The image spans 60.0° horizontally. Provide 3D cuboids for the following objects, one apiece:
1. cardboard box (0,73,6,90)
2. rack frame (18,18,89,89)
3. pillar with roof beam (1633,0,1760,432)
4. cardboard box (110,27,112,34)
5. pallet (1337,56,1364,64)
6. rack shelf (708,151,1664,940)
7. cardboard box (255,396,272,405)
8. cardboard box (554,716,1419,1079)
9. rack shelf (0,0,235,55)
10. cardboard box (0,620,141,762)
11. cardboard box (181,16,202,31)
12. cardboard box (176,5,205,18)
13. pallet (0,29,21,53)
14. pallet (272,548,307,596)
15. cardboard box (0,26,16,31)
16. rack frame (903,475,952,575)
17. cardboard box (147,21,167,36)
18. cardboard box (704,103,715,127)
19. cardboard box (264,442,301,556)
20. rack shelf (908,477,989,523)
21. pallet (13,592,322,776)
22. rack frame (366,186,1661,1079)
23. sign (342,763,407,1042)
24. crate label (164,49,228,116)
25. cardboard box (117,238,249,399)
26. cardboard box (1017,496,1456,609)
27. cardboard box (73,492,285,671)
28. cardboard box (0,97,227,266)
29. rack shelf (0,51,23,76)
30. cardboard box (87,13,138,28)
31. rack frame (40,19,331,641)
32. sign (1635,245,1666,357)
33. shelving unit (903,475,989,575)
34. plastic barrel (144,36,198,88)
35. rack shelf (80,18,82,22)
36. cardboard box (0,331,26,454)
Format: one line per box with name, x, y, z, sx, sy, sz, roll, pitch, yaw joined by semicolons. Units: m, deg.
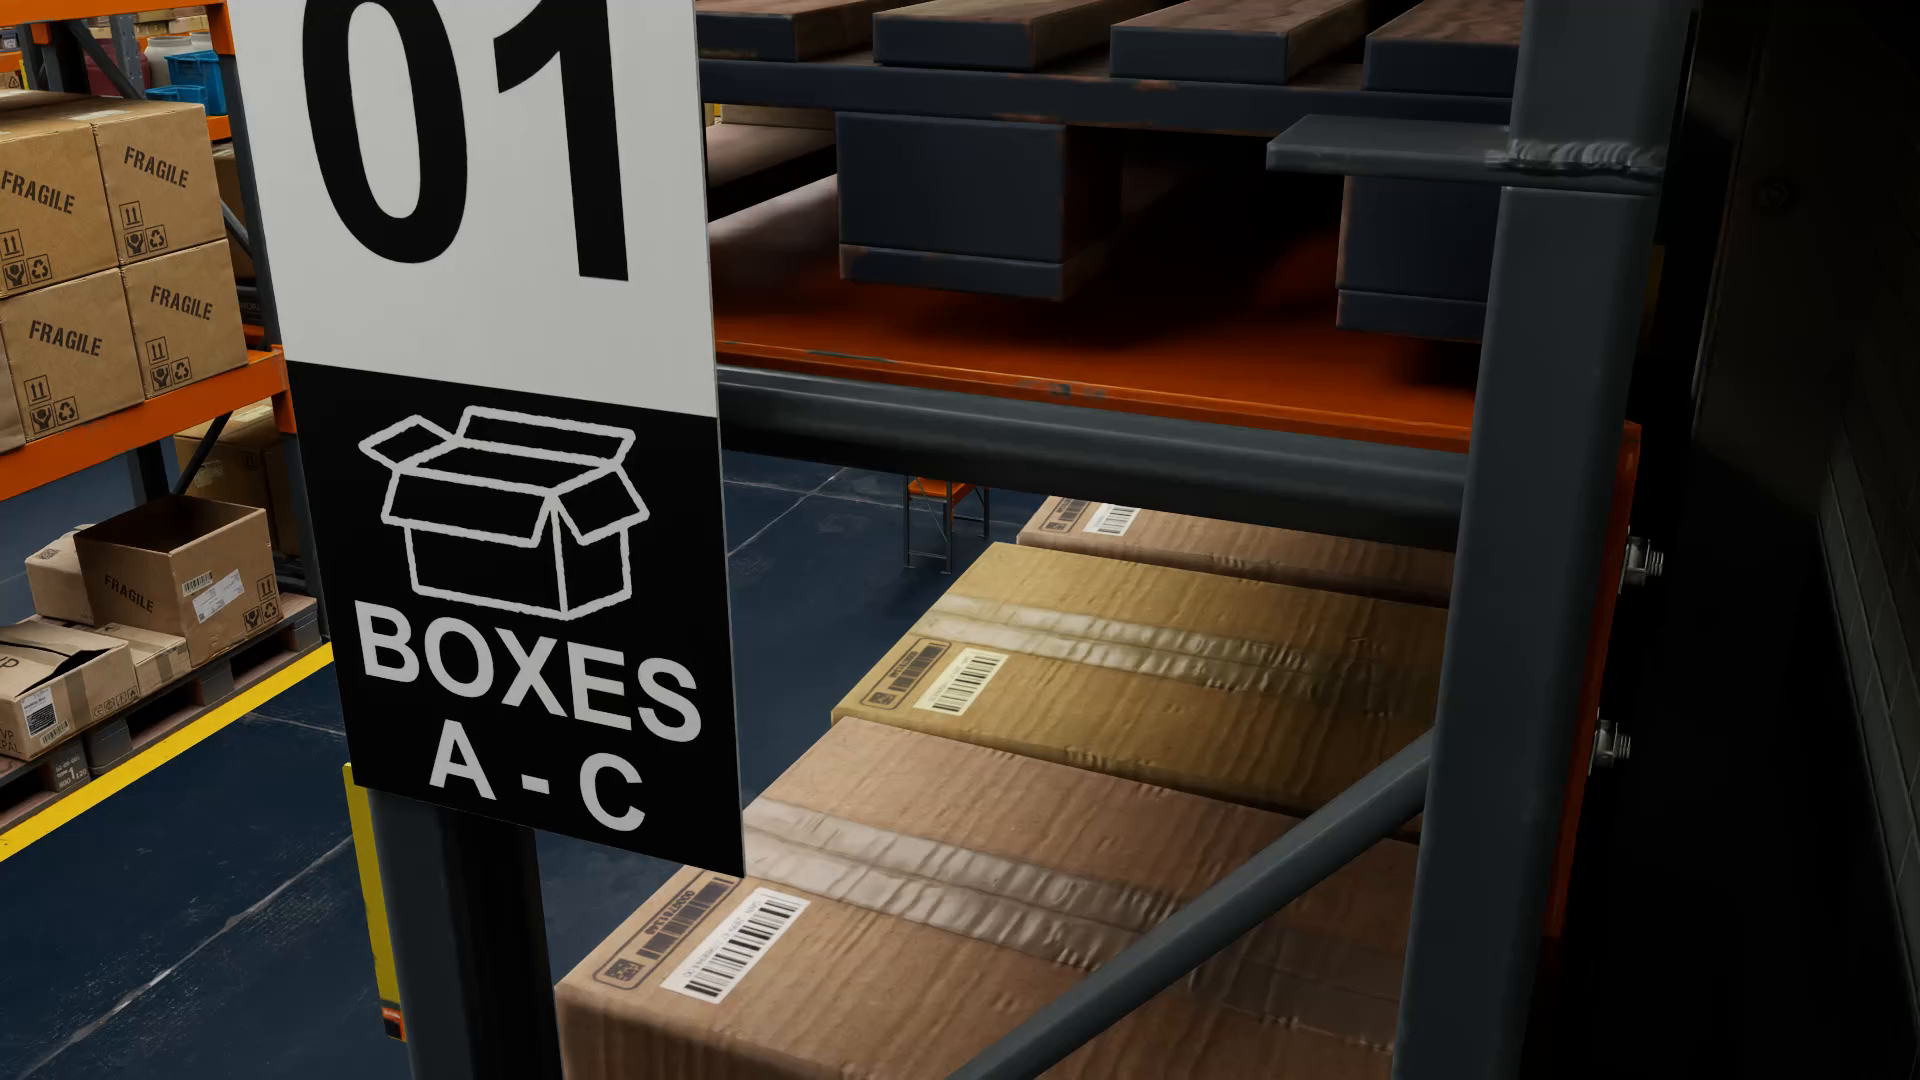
cardboard box;-12.989;-6.146;21.284;0.875;0.875;0.875;8;24;19
rack frame;-9.391;-5.322;17.100;1.000;3.000;0.127;9;24;20
pillar with roof beam;0.209;-5.489;9.716;9.100;9.000;0.400;9;24;20
cardboard box;-8.927;-5.328;17.439;0.380;0.149;0.250;9;24;20
pallet;0.666;-0.949;2.853;1.003;0.211;1.213;9;24;20
rack shelf;0.691;-0.668;3.000;1.077;0.370;4.000;9;24;20
cardboard box;-3.058;-0.483;8.186;0.500;0.500;0.500;9;24;20
cardboard box;0.128;0.777;2.109;0.980;0.700;0.700;10;25;22
rack shelf;-3.910;-1.376;4.695;1.077;0.370;4.000;9;24;20
cardboard box;-3.394;0.511;6.053;0.500;0.311;0.500;9;24;20
cardboard box;-8.591;-5.691;18.309;0.380;0.149;0.250;9;24;20
cardboard box;-8.856;-6.025;18.267;0.875;0.500;0.500;9;24;20
pallet;-9.810;-4.981;16.532;1.003;0.211;1.213;9;24;20
pallet;-2.900;-0.050;8.095;1.003;0.211;1.213;9;24;20
cardboard box;-9.816;-5.529;16.271;1.000;1.000;1.000;9;24;20
rack frame;-0.152;-0.407;7.668;0.240;1.200;0.015;9;24;20
cardboard box;-8.776;-5.512;17.880;0.380;0.149;0.250;9;24;20
cardboard box;-1.810;-2.470;9.596;0.700;0.500;0.500;1;23;2
cardboard box;-2.761;-0.228;7.575;0.500;0.500;0.500;8;24;18
rack shelf;-0.061;-0.249;7.979;0.258;0.148;0.480;9;24;20
pallet;-3.423;0.493;6.797;1.003;0.211;1.213;9;24;20
rack frame;-0.052;1.099;1.726;1.000;3.000;0.127;9;24;20
sign;-0.551;0.373;1.655;0.100;0.325;0.005;9;24;20
crate label;-5.658;-3.515;12.727;0.502;0.435;0.616;9;24;20
cardboard box;-3.114;-0.870;6.312;0.500;0.500;0.500;9;24;21
cardboard box;0.680;0.244;3.386;0.980;0.700;0.700;8;24;17
cardboard box;-3.115;0.155;6.659;0.500;0.500;0.500;9;24;20
cardboard box;-3.114;-1.329;6.114;0.500;0.500;0.500;9;24;20
rack shelf;-10.134;-4.275;15.525;1.077;0.370;4.000;9;24;20
cardboard box;-9.167;-5.658;17.388;0.875;0.500;0.500;9;24;20
rack frame;-3.167;-1.040;6.848;1.000;3.000;0.127;9;24;20
sign;1.950;-0.689;4.782;0.100;0.325;0.005;9;24;20
shelving unit;-0.062;-0.494;7.877;0.258;1.200;0.503;9;24;20
plastic barrel;-6.095;-3.632;12.908;0.421;0.512;0.421;0;23;0
rack shelf;-2.424;-2.808;8.121;1.077;0.370;4.000;9;24;20
cardboard box;-3.493;-0.501;5.429;0.500;0.500;0.500;9;24;21
